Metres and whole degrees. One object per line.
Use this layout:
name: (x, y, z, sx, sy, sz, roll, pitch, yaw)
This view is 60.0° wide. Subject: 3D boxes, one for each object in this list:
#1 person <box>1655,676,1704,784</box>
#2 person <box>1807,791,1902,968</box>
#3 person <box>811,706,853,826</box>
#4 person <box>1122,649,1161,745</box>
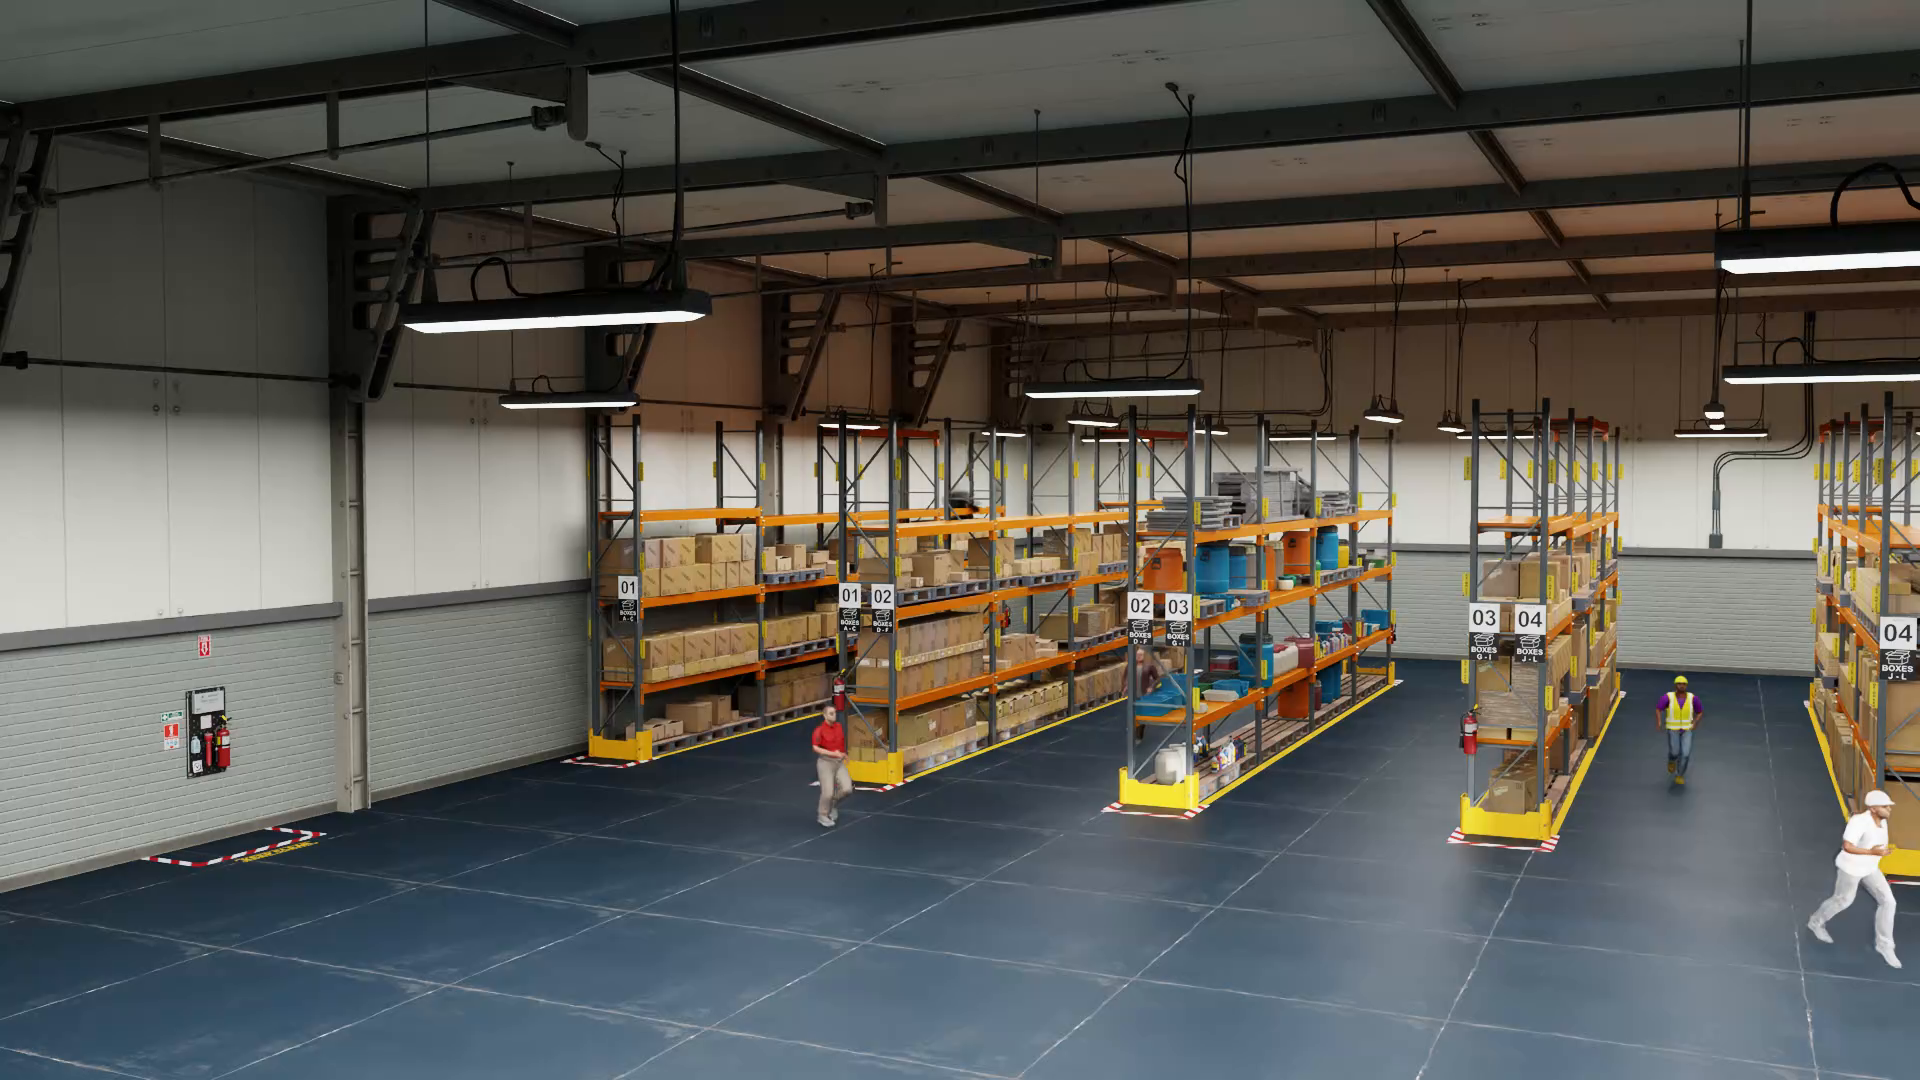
person: (11.591, 3.048, 26.777, 0.715, 1.723, 0.584, 1, 2, 17)
person: (9.227, 3.434, 17.165, 0.694, 1.774, 1.006, -1, 3, -23)
person: (-1.775, 3.187, 23.447, 0.651, 1.688, 0.607, -2, 3, -43)
person: (3.341, 2.889, 30.732, 0.724, 1.752, 0.653, 1, 2, 18)
